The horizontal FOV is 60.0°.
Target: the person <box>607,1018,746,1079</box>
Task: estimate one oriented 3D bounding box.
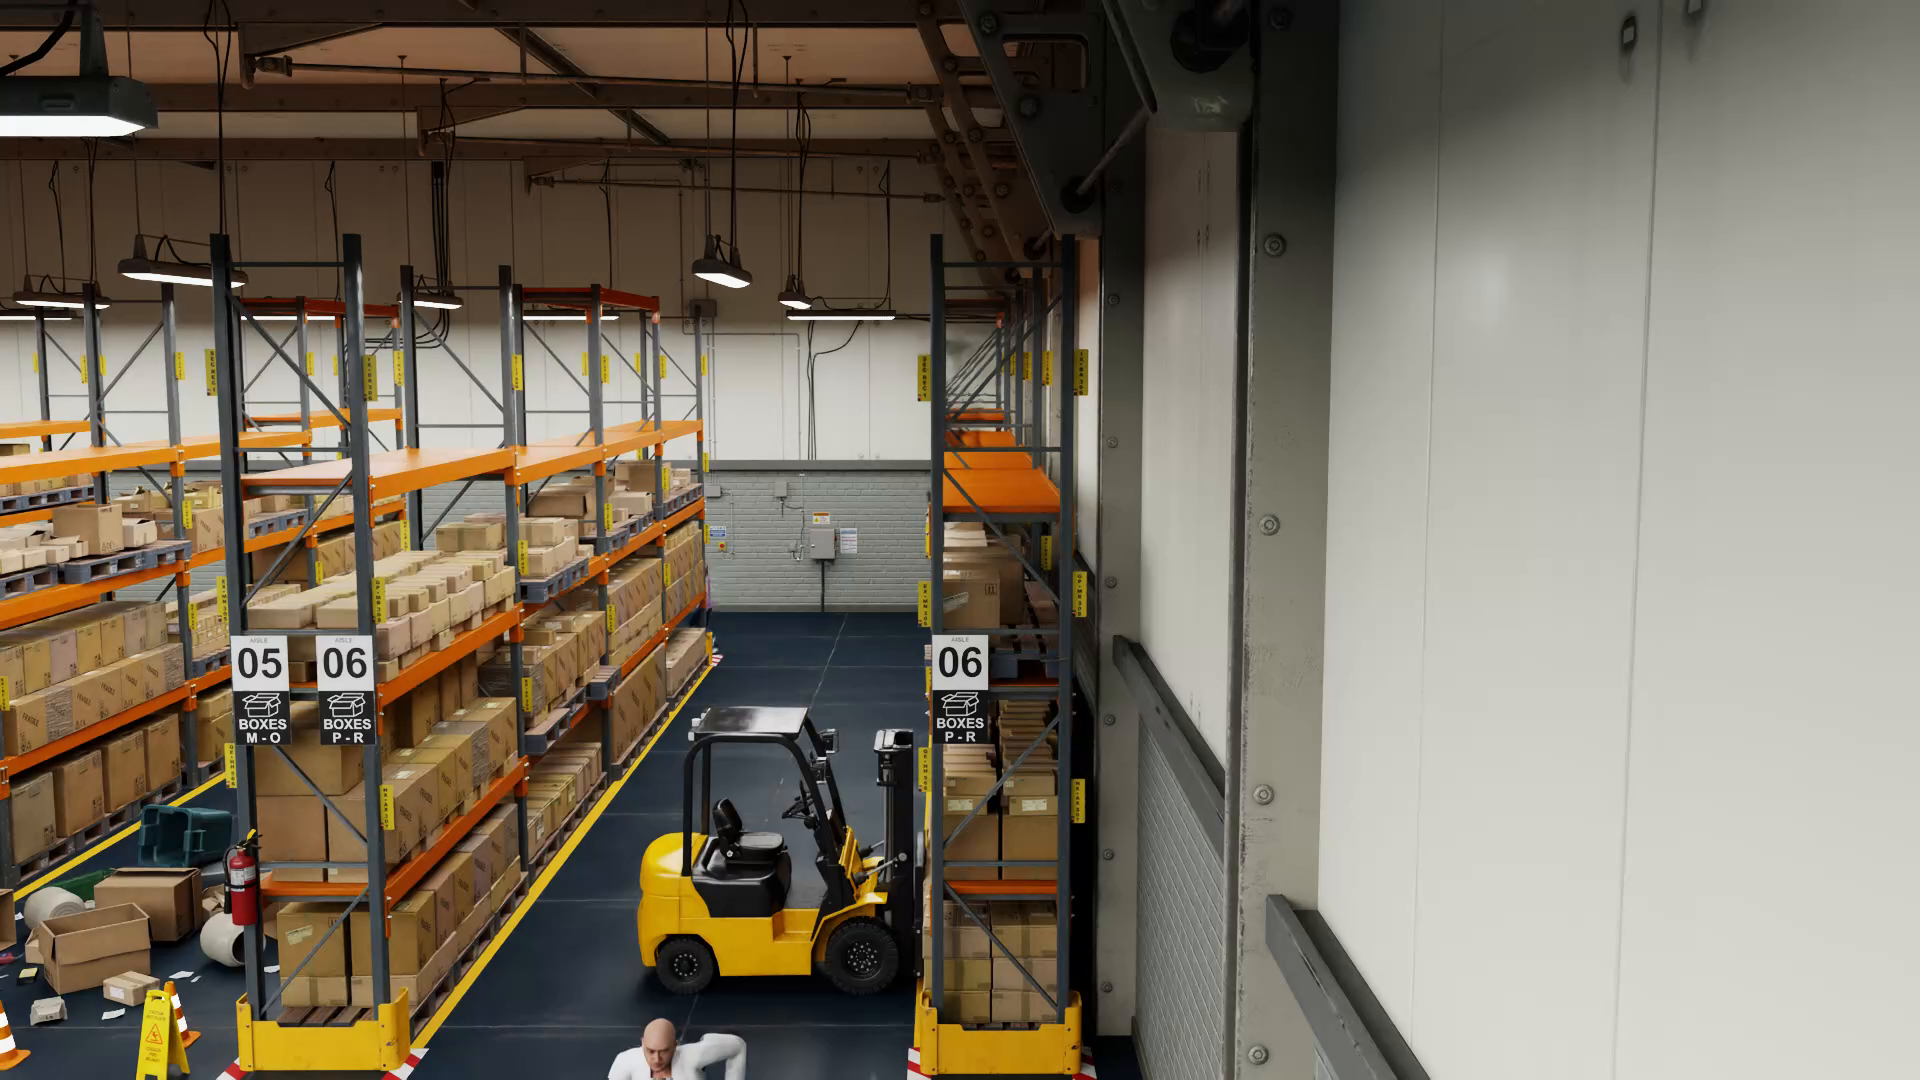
[{"bbox_3d":[-1.547,3.354,9.208,0.752,1.730,1.072,0,6,3],"label":"person"}]

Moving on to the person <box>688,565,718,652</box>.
[{"bbox_3d":[-4.508,1.192,28.934,0.600,1.548,0.560,2,7,17],"label":"person"}]
